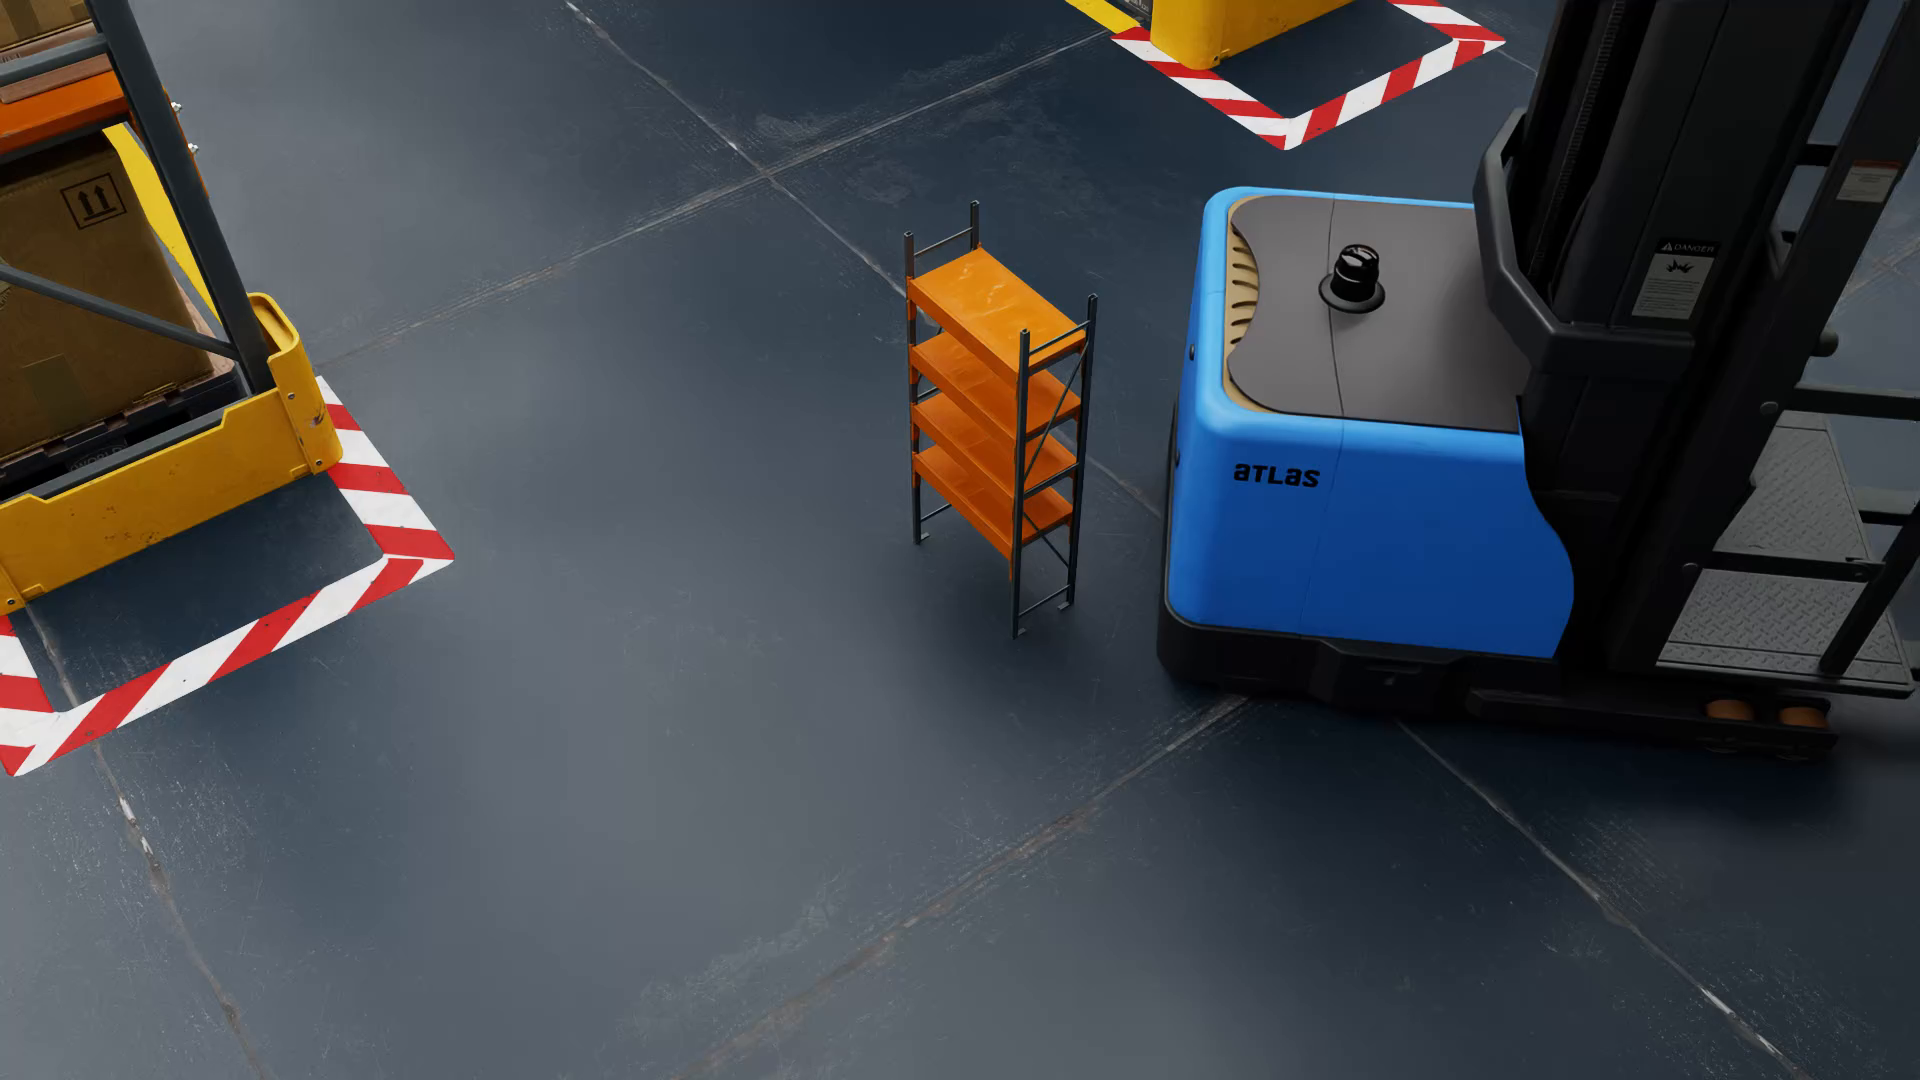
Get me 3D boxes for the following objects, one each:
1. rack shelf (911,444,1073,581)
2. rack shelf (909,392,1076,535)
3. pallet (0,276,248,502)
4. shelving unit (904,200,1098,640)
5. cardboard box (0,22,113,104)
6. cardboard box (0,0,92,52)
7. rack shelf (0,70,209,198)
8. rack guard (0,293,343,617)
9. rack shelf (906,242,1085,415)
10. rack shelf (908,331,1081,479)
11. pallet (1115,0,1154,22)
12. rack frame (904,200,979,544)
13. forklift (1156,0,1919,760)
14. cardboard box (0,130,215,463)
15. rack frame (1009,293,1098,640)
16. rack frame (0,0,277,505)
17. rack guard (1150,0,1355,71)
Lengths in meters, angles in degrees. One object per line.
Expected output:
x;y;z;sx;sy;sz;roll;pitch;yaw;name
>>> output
0.100;-0.127;4.914;0.258;0.148;0.480;-29;54;-24;rack shelf
0.100;-0.260;4.767;0.258;0.148;0.480;-29;54;-24;rack shelf
-3.146;-0.629;5.677;1.003;0.211;1.213;-29;54;-24;pallet
0.100;-0.305;4.717;0.258;1.200;0.503;-29;54;-24;shelving unit
-2.552;-1.402;4.666;0.380;0.149;0.250;-29;54;-24;cardboard box
-2.675;-1.583;4.560;0.500;0.250;0.500;-31;55;-25;cardboard box
-3.811;-2.067;5.584;1.077;0.370;4.000;-29;54;-24;rack shelf
-2.585;-0.275;5.162;1.175;0.500;0.348;-29;54;-24;rack guard
0.100;-0.569;4.426;0.258;0.148;0.480;-29;54;-24;rack shelf
0.100;-0.410;4.601;0.258;0.148;0.480;-29;54;-24;rack shelf
0.874;-2.918;7.753;1.003;0.211;1.213;-29;54;-24;pallet
-0.048;-0.449;4.847;0.240;1.200;0.015;-29;54;-24;rack frame
2.130;-0.785;3.983;3.031;2.935;1.130;5;48;5;forklift
-3.051;-0.898;5.190;0.875;0.875;0.875;-29;54;-24;cardboard box
0.248;-0.162;4.587;0.240;1.200;0.015;-29;54;-24;rack frame
-2.600;-1.129;4.249;1.000;3.000;0.127;-29;54;-24;rack frame
1.367;-2.503;7.181;1.175;0.500;0.348;-29;54;-24;rack guard
